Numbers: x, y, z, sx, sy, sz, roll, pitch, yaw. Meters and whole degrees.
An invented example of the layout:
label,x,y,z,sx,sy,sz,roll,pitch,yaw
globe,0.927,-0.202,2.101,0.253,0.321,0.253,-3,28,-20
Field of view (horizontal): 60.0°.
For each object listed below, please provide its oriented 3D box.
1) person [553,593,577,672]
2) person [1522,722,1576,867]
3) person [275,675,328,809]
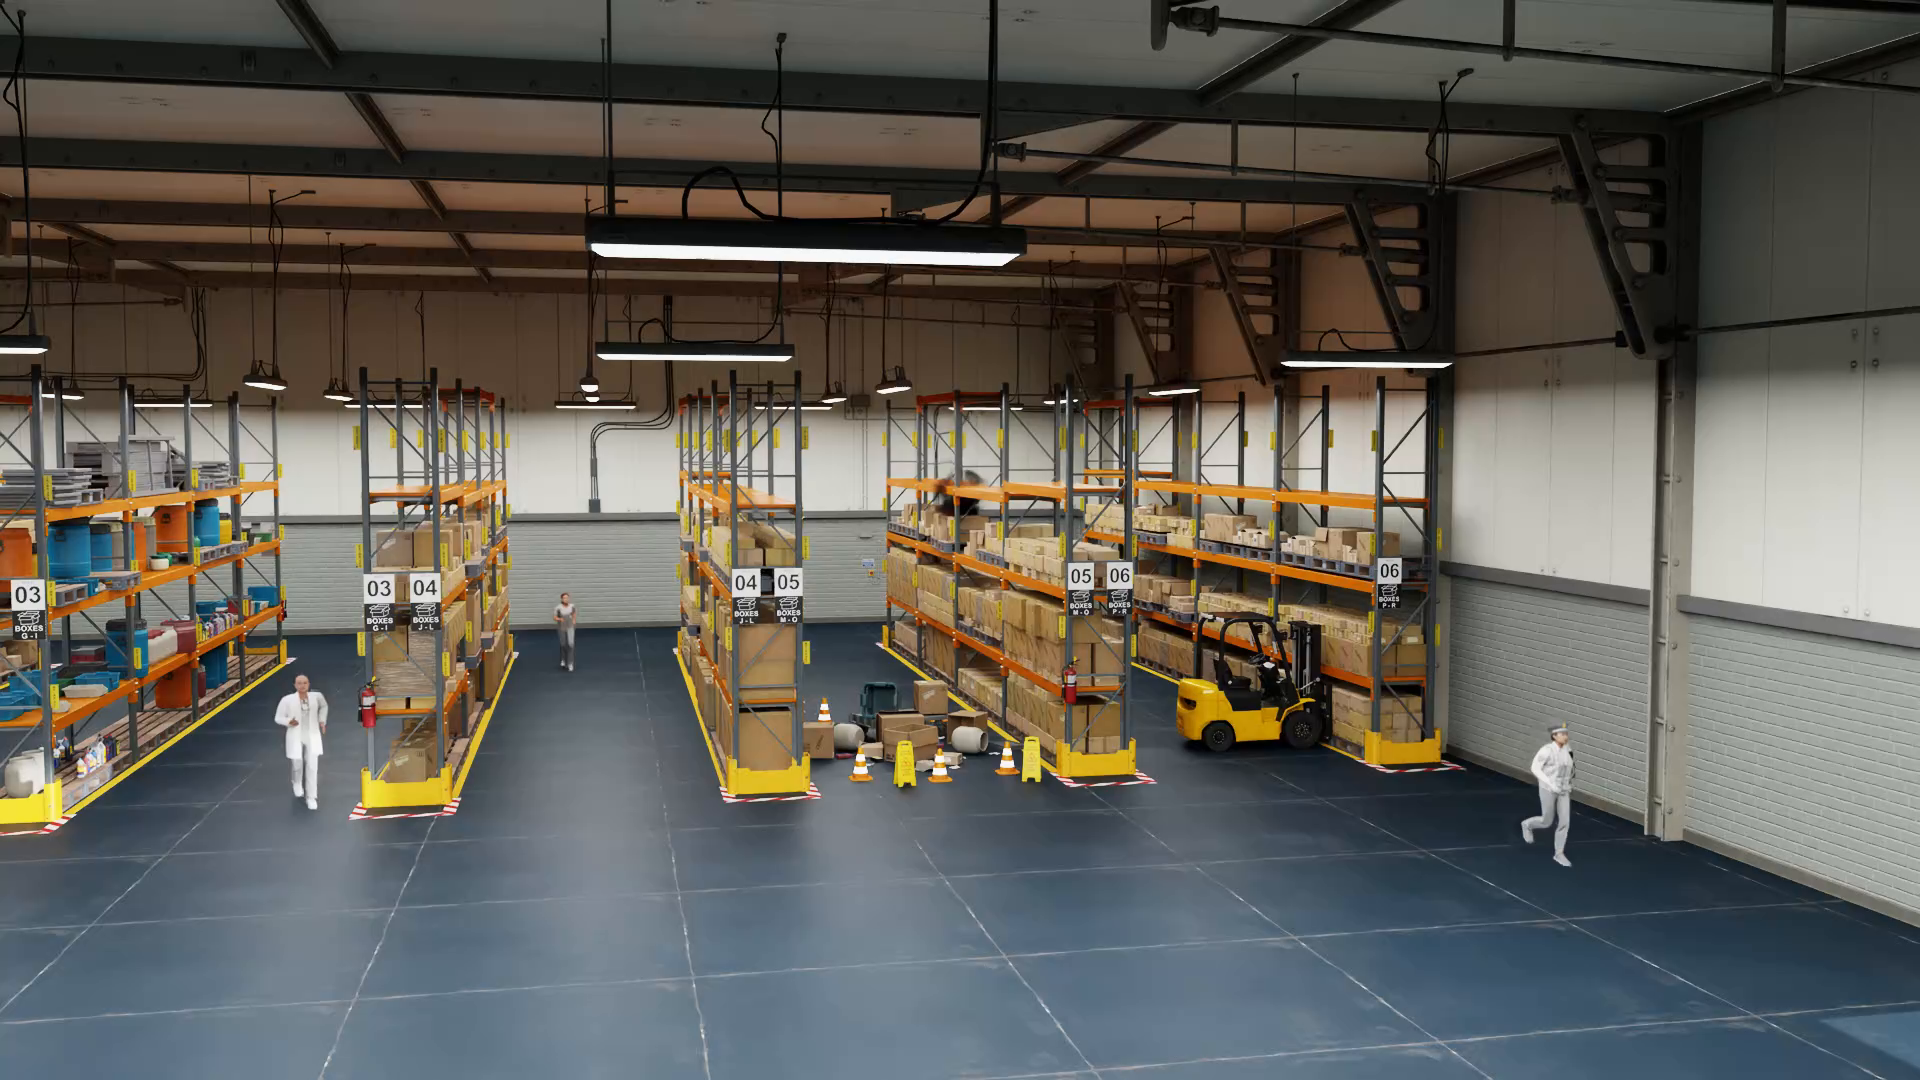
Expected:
label,x,y,z,sx,sy,sz,roll,pitch,yaw
person,-8.651,1.991,36.445,0.518,1.695,0.887,-1,4,-16
person,7.089,2.994,19.917,0.642,1.683,0.838,-2,4,-24
person,-8.988,2.732,22.763,0.711,1.770,1.060,-2,4,-28
